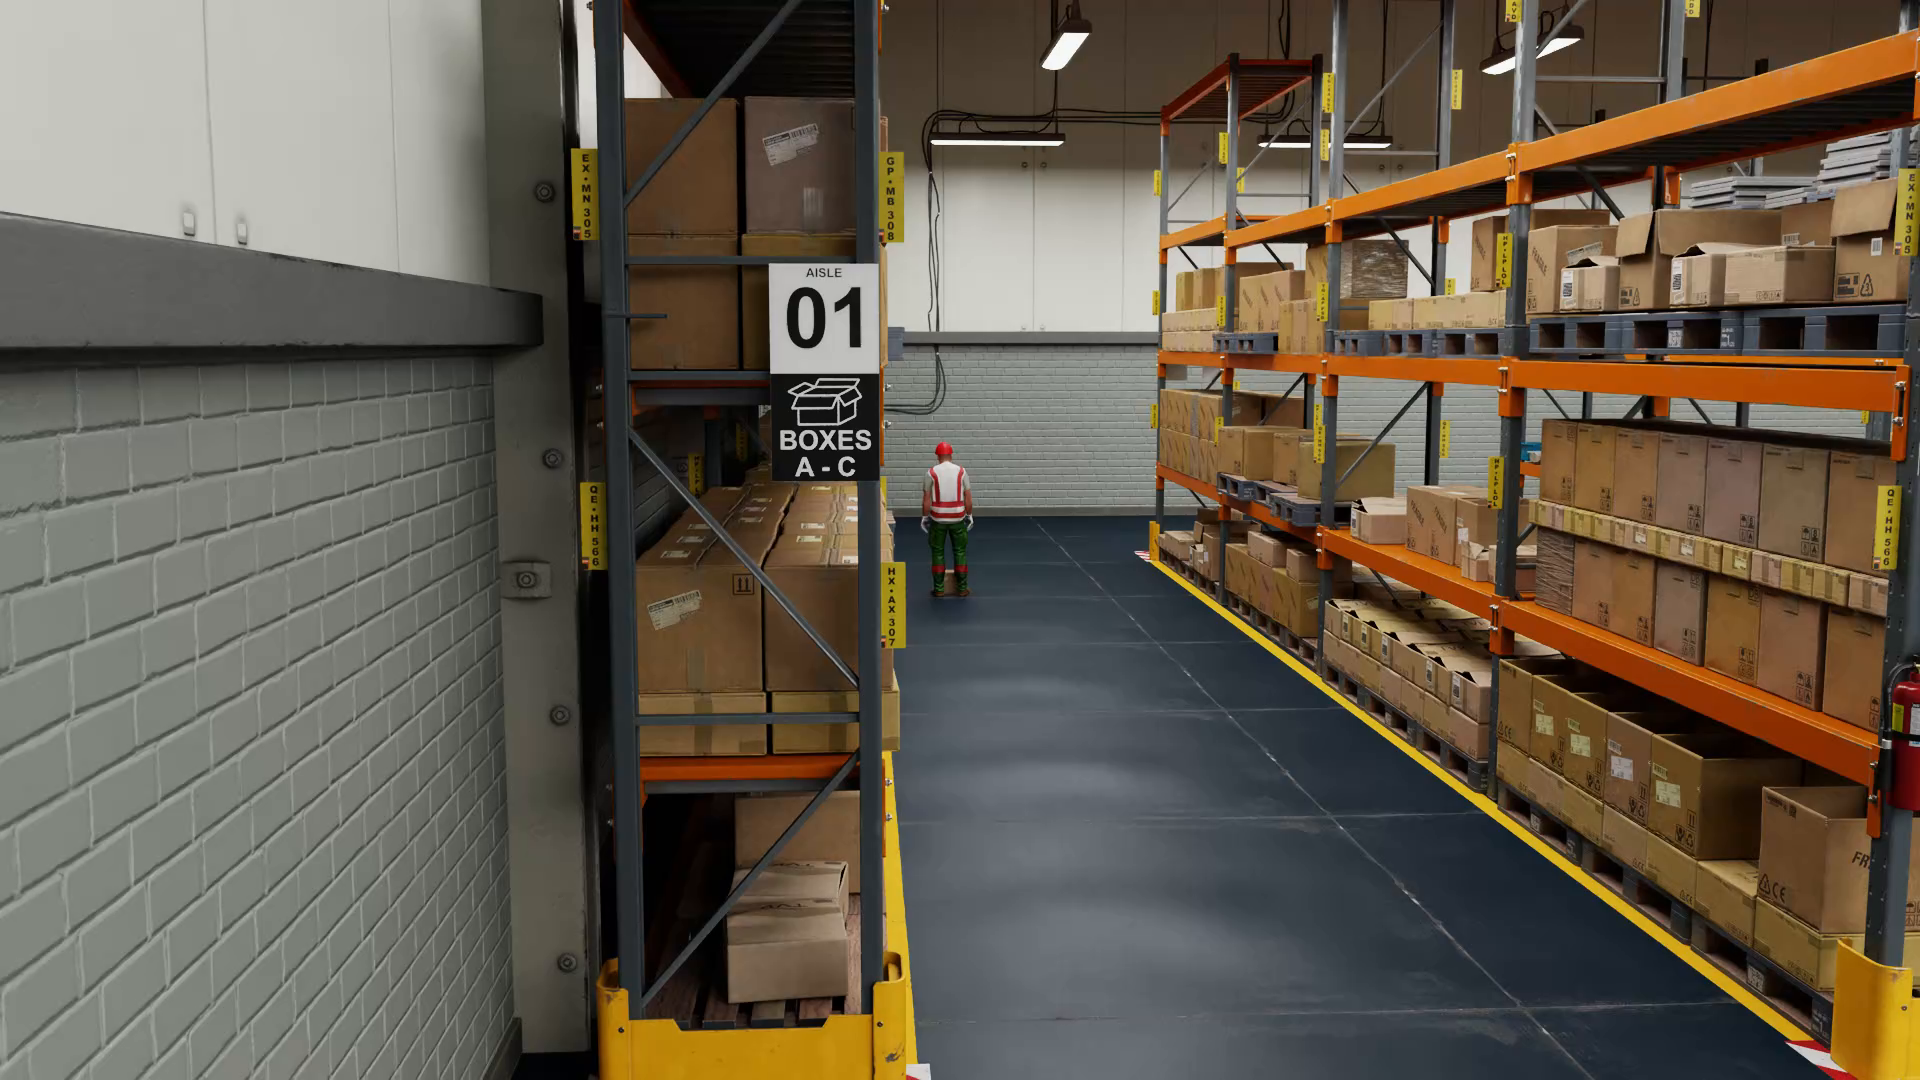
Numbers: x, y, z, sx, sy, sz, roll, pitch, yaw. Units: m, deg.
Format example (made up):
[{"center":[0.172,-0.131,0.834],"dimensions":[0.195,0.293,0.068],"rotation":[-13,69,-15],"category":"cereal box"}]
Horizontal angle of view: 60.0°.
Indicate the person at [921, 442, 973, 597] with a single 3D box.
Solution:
[{"center":[-0.147,-0.241,19.209],"dimensions":[0.619,1.779,0.449],"rotation":[-1,7,-7],"category":"person"}]
